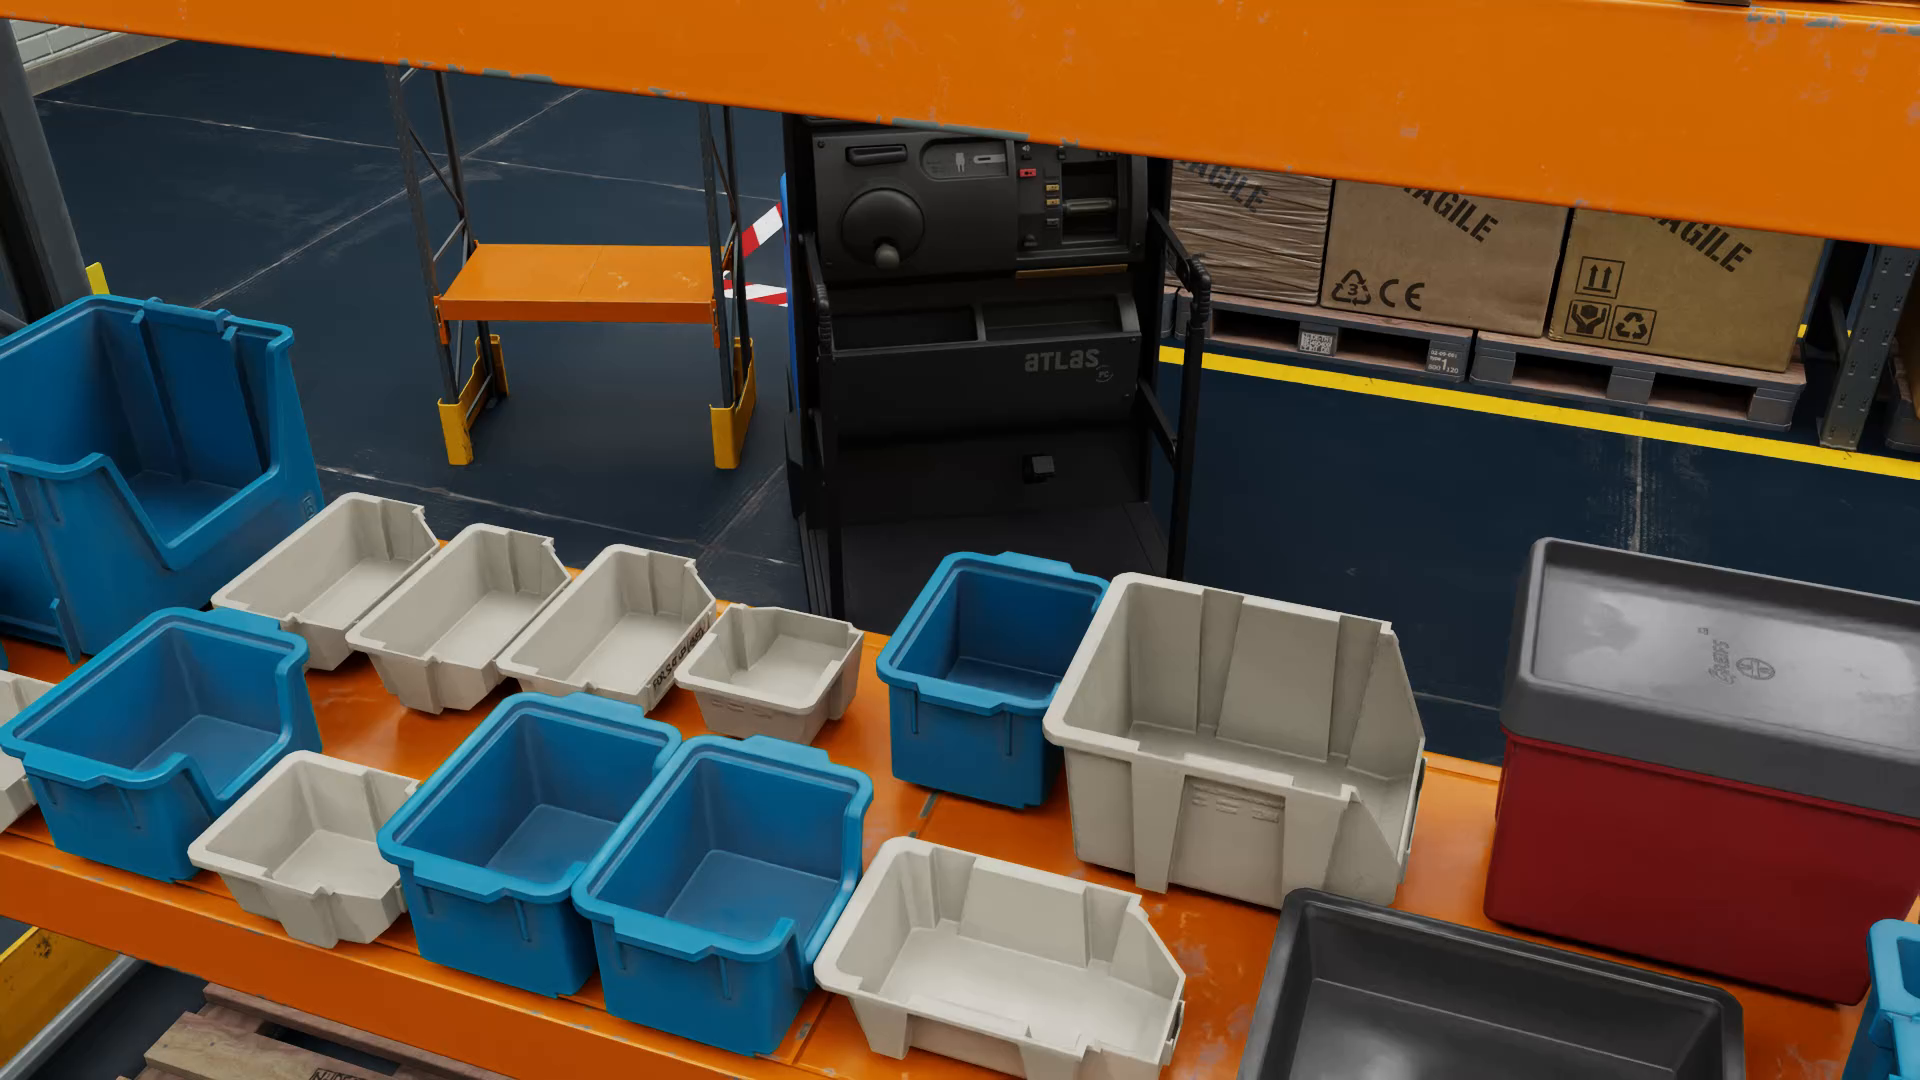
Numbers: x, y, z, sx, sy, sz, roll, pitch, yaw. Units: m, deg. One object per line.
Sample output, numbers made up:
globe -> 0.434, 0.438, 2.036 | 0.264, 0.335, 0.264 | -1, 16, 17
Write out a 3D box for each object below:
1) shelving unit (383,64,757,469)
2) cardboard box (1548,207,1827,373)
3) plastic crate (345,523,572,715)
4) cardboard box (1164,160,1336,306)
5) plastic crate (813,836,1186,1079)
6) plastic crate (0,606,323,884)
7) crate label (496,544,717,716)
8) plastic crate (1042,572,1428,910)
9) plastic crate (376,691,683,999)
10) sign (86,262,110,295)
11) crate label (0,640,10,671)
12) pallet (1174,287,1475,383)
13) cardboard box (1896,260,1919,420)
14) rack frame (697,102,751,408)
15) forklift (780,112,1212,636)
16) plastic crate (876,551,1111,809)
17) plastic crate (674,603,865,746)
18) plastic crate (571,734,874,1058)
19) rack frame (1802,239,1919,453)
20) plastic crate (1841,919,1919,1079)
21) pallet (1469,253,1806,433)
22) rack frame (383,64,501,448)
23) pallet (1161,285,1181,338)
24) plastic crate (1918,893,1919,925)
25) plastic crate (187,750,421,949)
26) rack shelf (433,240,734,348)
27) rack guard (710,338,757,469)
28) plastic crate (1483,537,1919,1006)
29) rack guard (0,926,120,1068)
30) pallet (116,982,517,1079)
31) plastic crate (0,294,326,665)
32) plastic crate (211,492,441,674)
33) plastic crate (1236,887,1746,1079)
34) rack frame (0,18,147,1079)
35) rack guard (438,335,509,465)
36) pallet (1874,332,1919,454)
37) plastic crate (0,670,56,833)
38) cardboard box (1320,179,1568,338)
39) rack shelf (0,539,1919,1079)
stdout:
shelving unit -> -1.357, -1.060, 6.010 | 1.083, 1.500, 0.587 | 1, 33, 1
cardboard box -> 2.885, -1.300, 6.569 | 0.875, 0.875, 0.875 | 11, 34, 16
plastic crate -> -0.861, 0.146, 2.947 | 0.243, 0.136, 0.396 | 11, 34, 16
cardboard box -> 1.200, -1.627, 7.077 | 0.875, 0.875, 0.875 | 11, 34, 16
plastic crate -> 0.067, 0.595, 2.251 | 0.466, 0.136, 0.293 | 11, 34, 16
plastic crate -> -1.216, 0.322, 2.585 | 0.300, 0.233, 0.416 | 11, 34, 16
crate label -> -0.590, 0.184, 2.887 | 0.243, 0.136, 0.396 | 11, 34, 16
plastic crate -> 0.433, 0.326, 2.534 | 0.530, 0.282, 0.437 | 11, 34, 16
plastic crate -> -0.597, 0.442, 2.399 | 0.300, 0.233, 0.416 | 11, 34, 16
sign -> -1.787, -0.410, 3.469 | 0.005, 0.325, 0.100 | 11, 34, 16
crate label -> -1.836, 0.201, 2.772 | 0.303, 0.233, 0.416 | 11, 34, 16
pallet -> 1.637, -1.084, 7.235 | 1.213, 0.211, 1.003 | 11, 34, 16
cardboard box -> 4.088, -1.031, 6.153 | 0.875, 0.875, 1.225 | 11, 34, 17
rack frame -> -0.840, -1.053, 5.998 | 0.032, 1.500, 0.500 | 1, 33, 1
forklift -> 0.097, -0.897, 4.437 | 1.130, 2.935, 3.031 | -5, 33, -8
plastic crate -> 0.062, 0.233, 2.723 | 0.300, 0.233, 0.416 | 11, 34, 16
plastic crate -> -0.305, 0.229, 2.818 | 0.250, 0.136, 0.298 | 11, 34, 16
plastic crate -> -0.314, 0.497, 2.314 | 0.300, 0.233, 0.416 | 11, 34, 16
rack frame -> 3.479, -1.854, 5.857 | 0.127, 3.000, 1.000 | 11, 34, 16
plastic crate -> 1.253, 0.745, 1.790 | 0.575, 0.384, 0.392 | 11, 34, 16
pallet -> 2.790, -0.862, 6.890 | 1.213, 0.211, 1.003 | 11, 34, 16
rack frame -> -1.856, -1.068, 6.021 | 0.032, 1.500, 0.500 | 1, 33, 1
pallet -> 0.493, -1.308, 7.582 | 1.213, 0.211, 1.003 | 11, 34, 16
plastic crate -> 1.418, 0.602, 2.240 | 0.243, 0.136, 0.396 | 11, 34, 16
plastic crate -> -0.924, 0.467, 2.449 | 0.298, 0.136, 0.250 | 11, 34, 16
rack shelf -> -1.348, -0.909, 6.107 | 1.000, 0.185, 0.538 | 1, 33, 1
rack guard -> -0.860, -0.528, 6.337 | 0.087, 0.250, 0.587 | 1, 33, 1
plastic crate -> 1.052, 0.331, 2.357 | 0.583, 0.464, 0.402 | 11, 34, 16
rack guard -> -1.984, 0.995, 3.748 | 0.348, 0.500, 1.175 | 11, 34, 16
pallet -> -1.194, 1.285, 3.565 | 1.213, 0.211, 1.003 | 11, 34, 16
plastic crate -> -1.579, -0.131, 3.100 | 0.499, 0.435, 0.616 | 11, 34, 16
plastic crate -> -1.129, 0.085, 3.040 | 0.243, 0.136, 0.396 | 11, 34, 16
plastic crate -> 0.664, 0.698, 2.103 | 0.590, 0.125, 0.437 | 11, 34, 16
rack frame -> -1.957, -0.057, 3.073 | 0.127, 3.000, 1.000 | 11, 34, 16
rack guard -> -1.855, -0.543, 6.360 | 0.087, 0.250, 0.587 | 1, 33, 1
pallet -> 4.231, -0.580, 6.454 | 1.213, 0.211, 1.003 | 11, 34, 16
plastic crate -> -1.562, 0.343, 2.642 | 0.298, 0.136, 0.250 | 11, 34, 16
cardboard box -> 2.037, -1.464, 6.824 | 0.875, 0.875, 0.875 | 11, 34, 16
rack shelf -> -0.075, 0.611, 2.701 | 4.000, 0.370, 1.077 | 11, 34, 16
